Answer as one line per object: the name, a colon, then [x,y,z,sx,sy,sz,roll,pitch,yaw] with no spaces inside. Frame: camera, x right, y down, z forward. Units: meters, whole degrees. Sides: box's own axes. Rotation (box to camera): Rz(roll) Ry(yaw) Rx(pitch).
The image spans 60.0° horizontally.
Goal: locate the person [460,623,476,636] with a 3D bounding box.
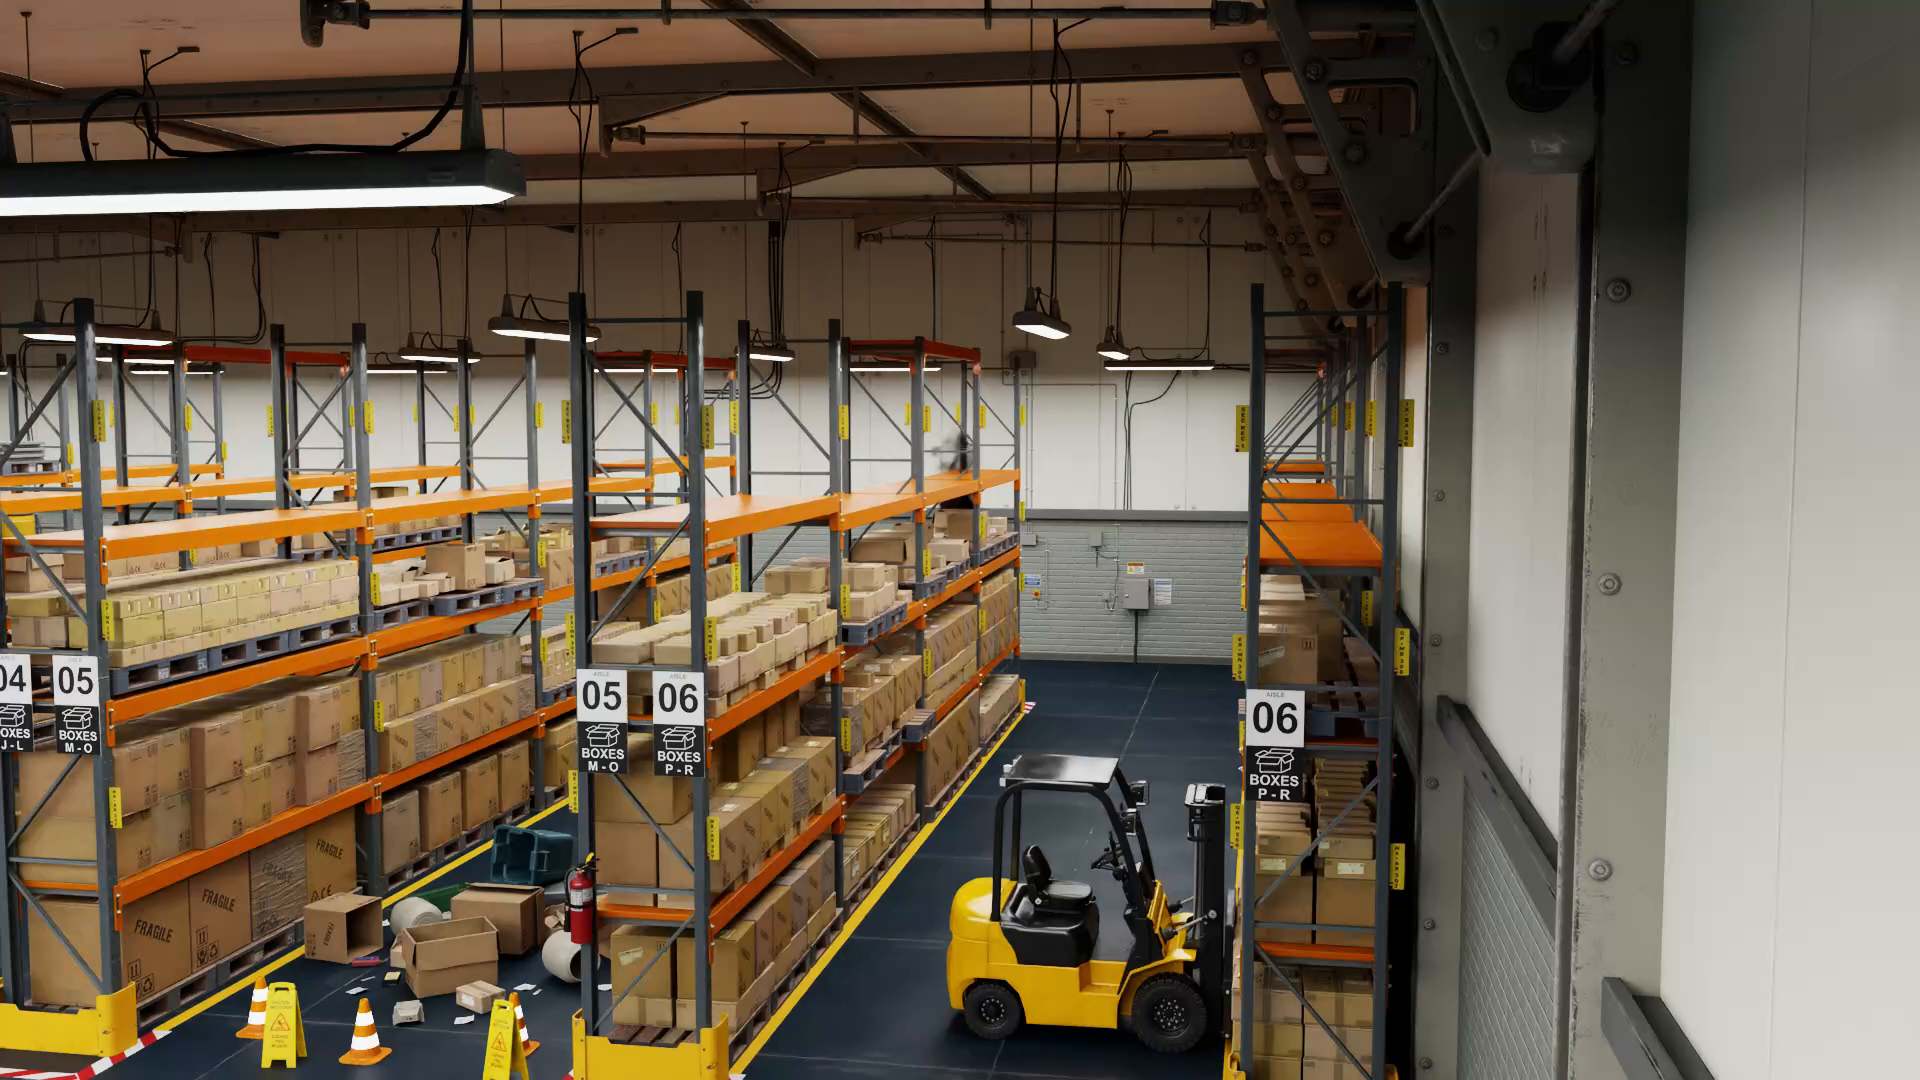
person: [-8.018,2.131,27.303,0.573,1.680,0.897,0,5,5]
